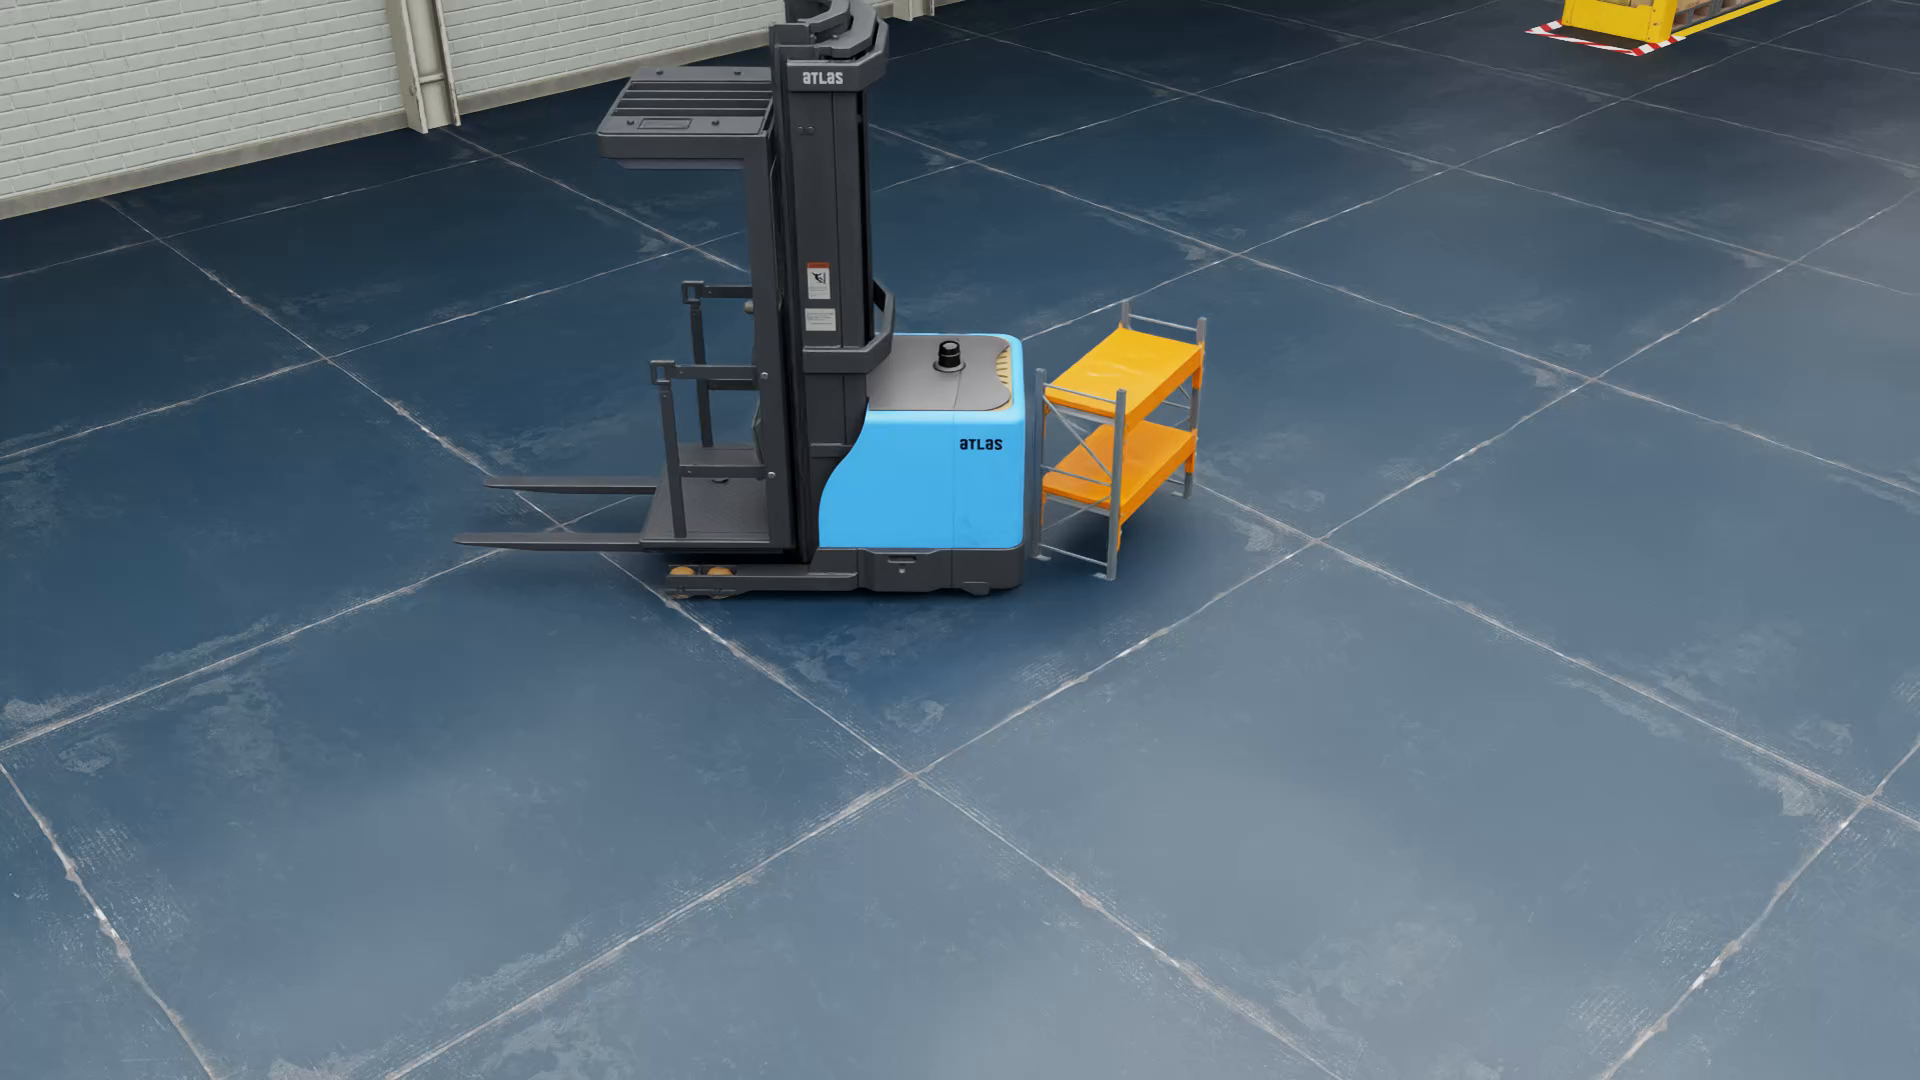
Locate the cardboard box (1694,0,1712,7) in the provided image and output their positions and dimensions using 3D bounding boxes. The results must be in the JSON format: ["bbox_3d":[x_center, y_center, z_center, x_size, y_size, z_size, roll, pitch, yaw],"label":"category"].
[{"bbox_3d":[8.216,-6.248,18.826,0.500,0.250,0.500,-26,40,-35],"label":"cardboard box"}]

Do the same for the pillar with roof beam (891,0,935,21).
[{"bbox_3d":[2.389,-8.216,14.059,0.400,9.000,9.100,-26,40,-35],"label":"pillar with roof beam"}]

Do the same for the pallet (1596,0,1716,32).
[{"bbox_3d":[7.840,-6.056,18.951,1.213,0.211,1.003,-26,40,-35],"label":"pallet"}]

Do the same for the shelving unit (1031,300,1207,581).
[{"bbox_3d":[0.868,-0.561,9.088,0.538,1.125,1.048,17,35,26],"label":"shelving unit"}]

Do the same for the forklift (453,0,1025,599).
[{"bbox_3d":[-1.172,-1.217,8.430,3.031,2.935,1.130,0,31,1],"label":"forklift"}]

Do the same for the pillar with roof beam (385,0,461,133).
[{"bbox_3d":[-2.010,-6.087,10.579,0.400,9.000,9.100,-26,40,-35],"label":"pillar with roof beam"}]

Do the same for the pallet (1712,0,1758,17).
[{"bbox_3d":[8.734,-6.487,19.655,1.213,0.211,1.003,-26,40,-35],"label":"pallet"}]

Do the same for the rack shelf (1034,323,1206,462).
[{"bbox_3d":[0.868,-0.810,8.936,0.538,0.278,1.000,17,35,26],"label":"rack shelf"}]

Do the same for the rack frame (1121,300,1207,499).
[{"bbox_3d":[1.125,-0.789,9.463,0.500,1.125,0.032,17,35,26],"label":"rack frame"}]

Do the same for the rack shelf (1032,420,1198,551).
[{"bbox_3d":[0.868,-0.352,9.216,0.538,0.278,1.000,17,35,26],"label":"rack shelf"}]

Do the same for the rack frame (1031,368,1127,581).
[{"bbox_3d":[0.612,-0.332,8.714,0.500,1.125,0.032,17,35,26],"label":"rack frame"}]

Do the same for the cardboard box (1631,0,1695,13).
[{"bbox_3d":[7.852,-6.070,18.534,0.500,0.250,0.500,-26,40,-35],"label":"cardboard box"}]

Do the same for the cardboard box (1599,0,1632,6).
[{"bbox_3d":[7.500,-6.268,18.858,0.500,0.250,0.500,-26,40,-35],"label":"cardboard box"}]

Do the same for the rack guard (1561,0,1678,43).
[{"bbox_3d":[7.290,-5.883,18.392,0.348,0.500,1.175,-26,40,-35],"label":"rack guard"}]
